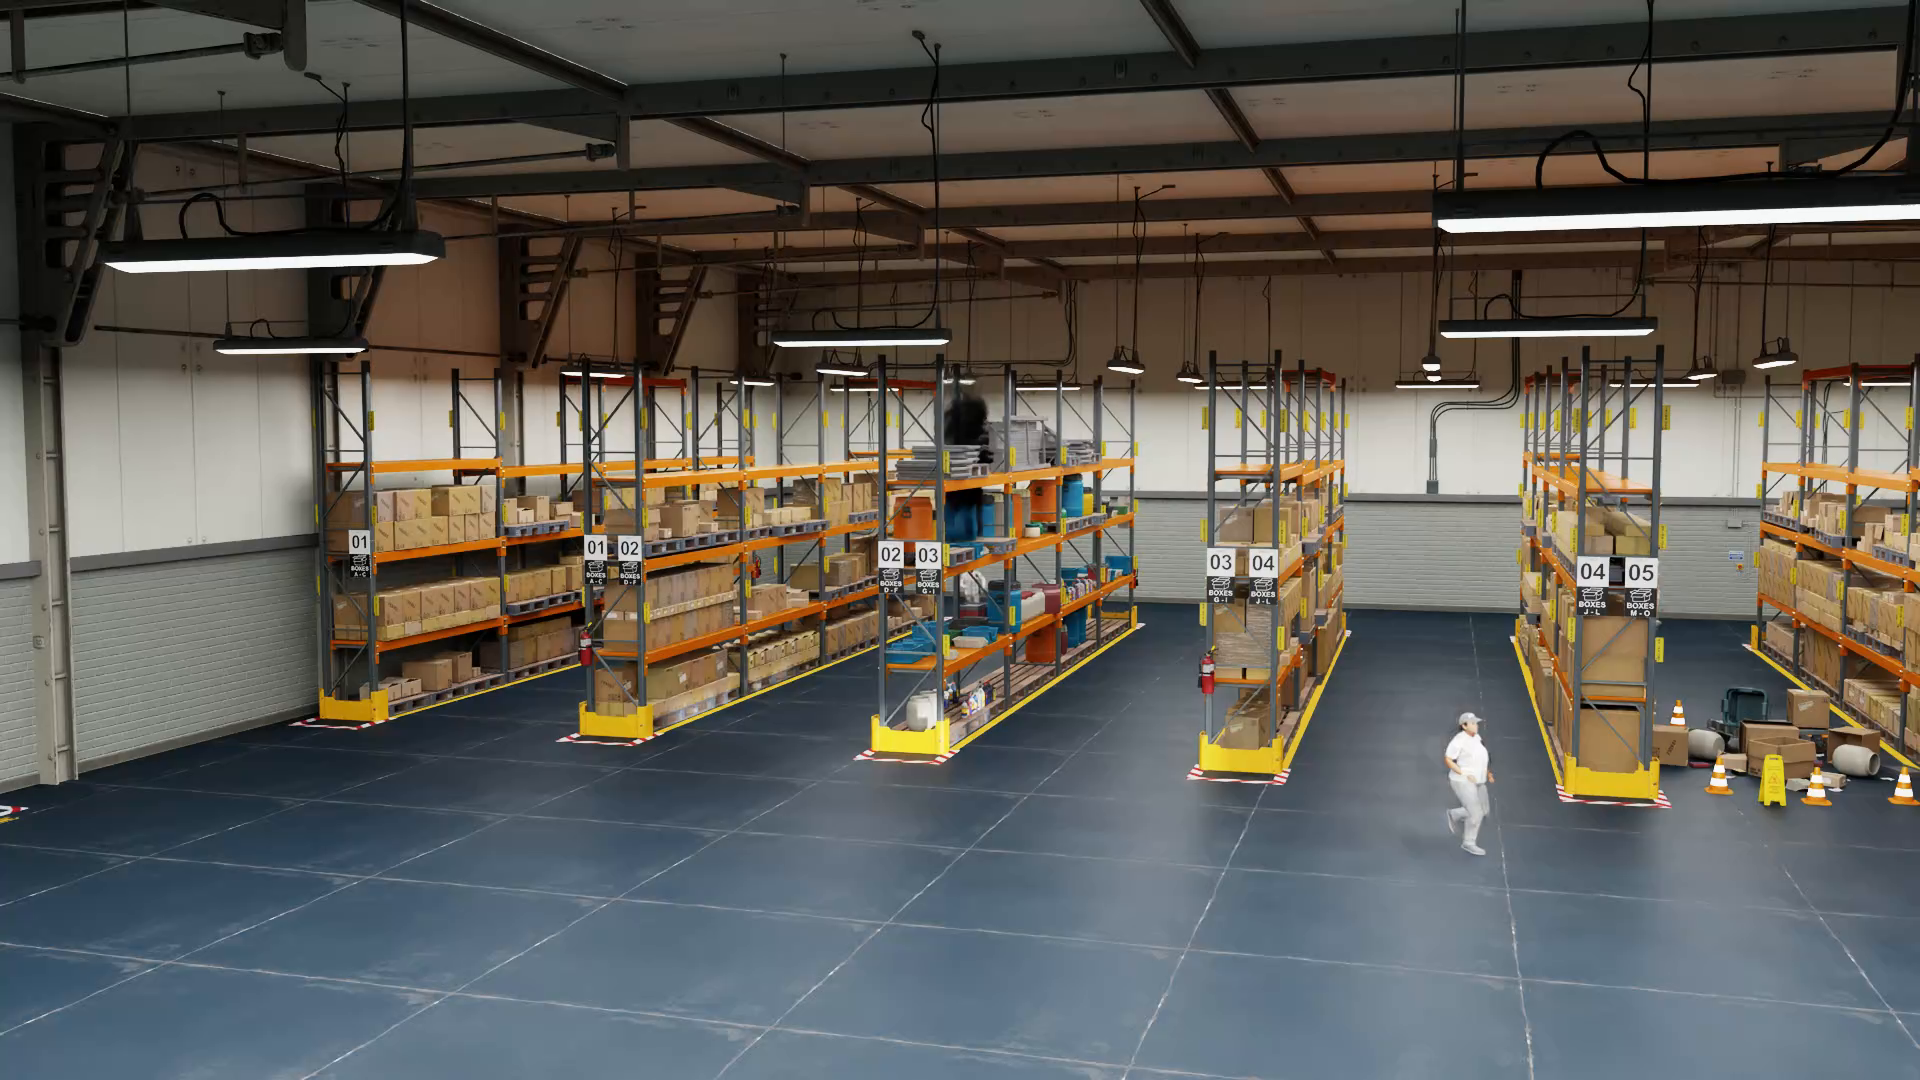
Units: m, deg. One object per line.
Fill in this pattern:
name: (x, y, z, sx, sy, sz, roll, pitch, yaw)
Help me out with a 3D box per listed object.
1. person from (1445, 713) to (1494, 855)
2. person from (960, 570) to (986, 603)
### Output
person: (5.895, 2.819, 19.400, 0.608, 1.632, 0.570, -3, 5, -40)
person: (0.273, 1.332, 39.475, 0.634, 1.743, 0.854, 1, 4, 7)
